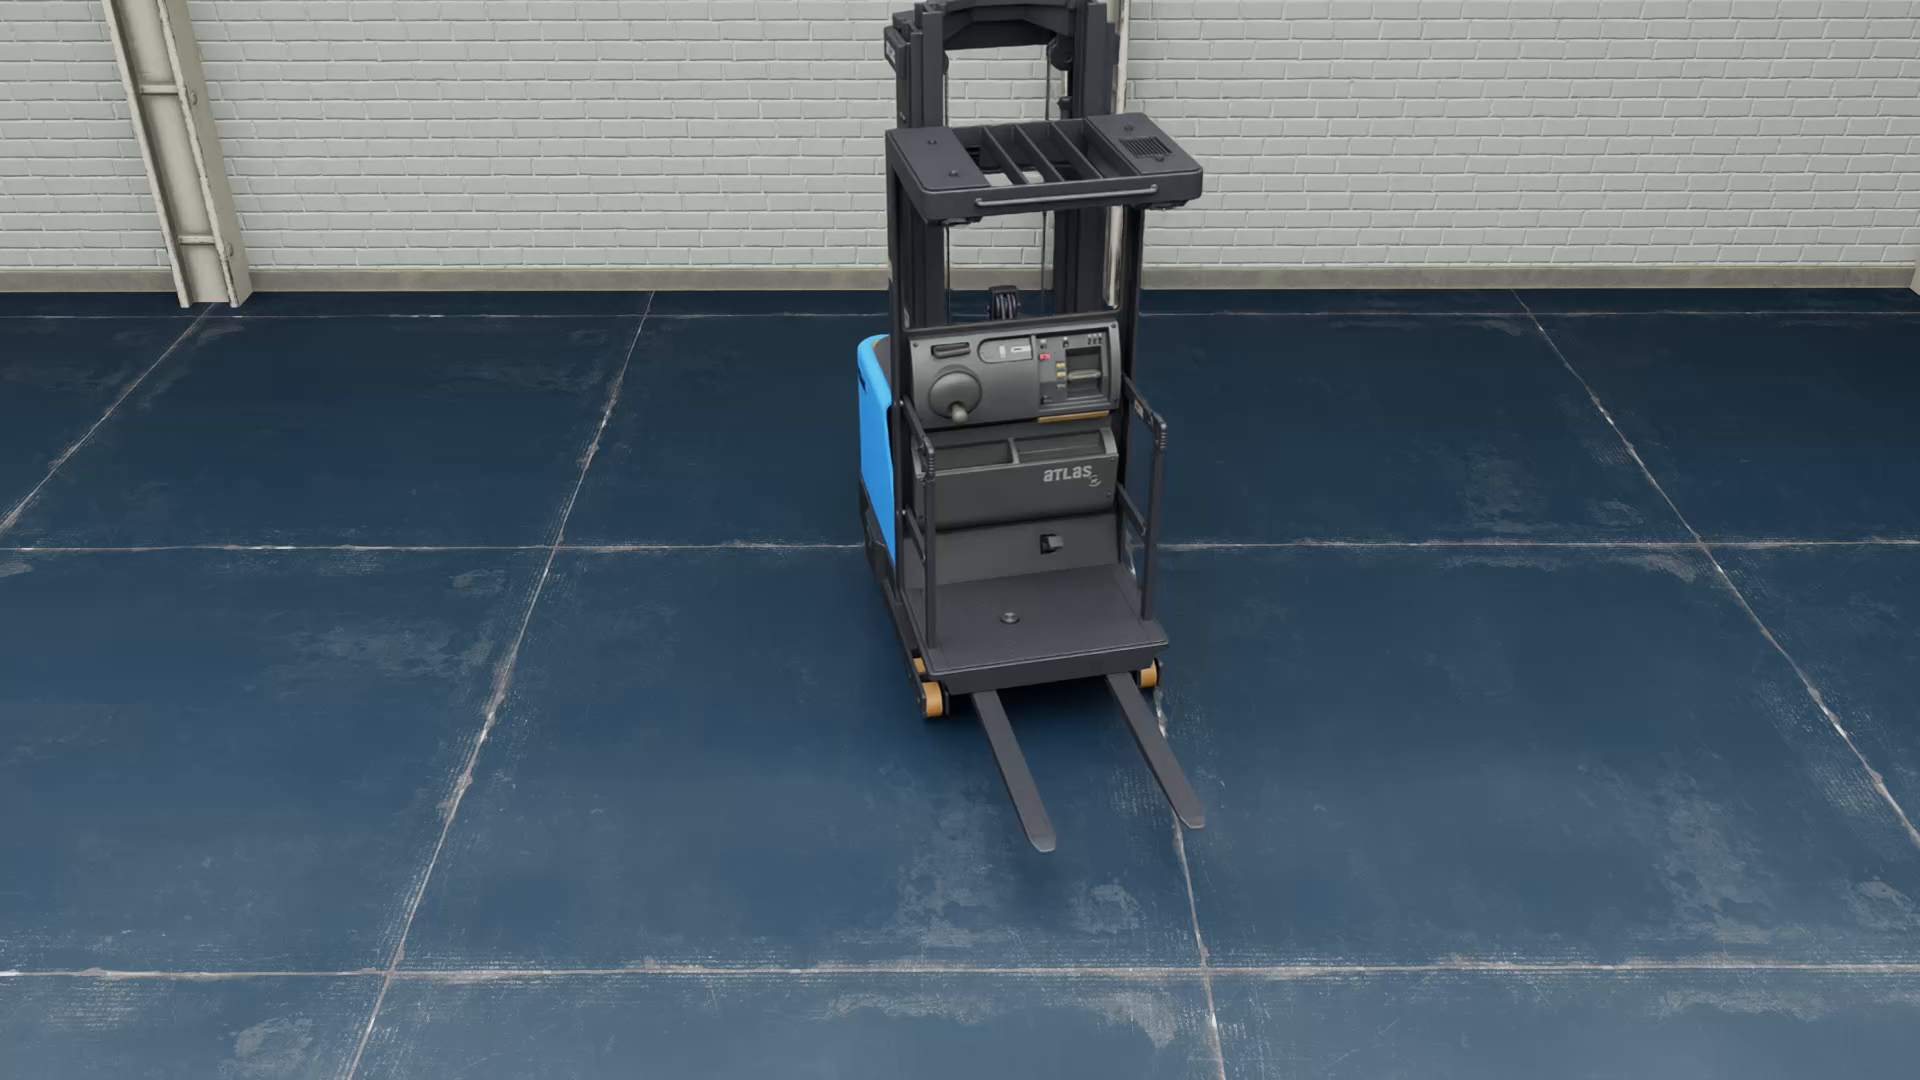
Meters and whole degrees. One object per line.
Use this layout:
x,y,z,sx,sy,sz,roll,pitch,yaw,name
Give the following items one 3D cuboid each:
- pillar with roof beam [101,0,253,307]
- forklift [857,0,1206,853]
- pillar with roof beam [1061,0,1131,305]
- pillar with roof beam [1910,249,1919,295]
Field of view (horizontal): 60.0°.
-5.109,-3.287,5.492,0.400,9.000,9.100,0,31,0,pillar with roof beam
0.295,-0.673,7.034,1.130,2.935,3.031,-7,32,-11,forklift
0.891,-3.306,5.523,0.400,9.000,9.100,0,31,0,pillar with roof beam
6.891,-3.324,5.554,0.400,9.000,9.100,0,31,0,pillar with roof beam
